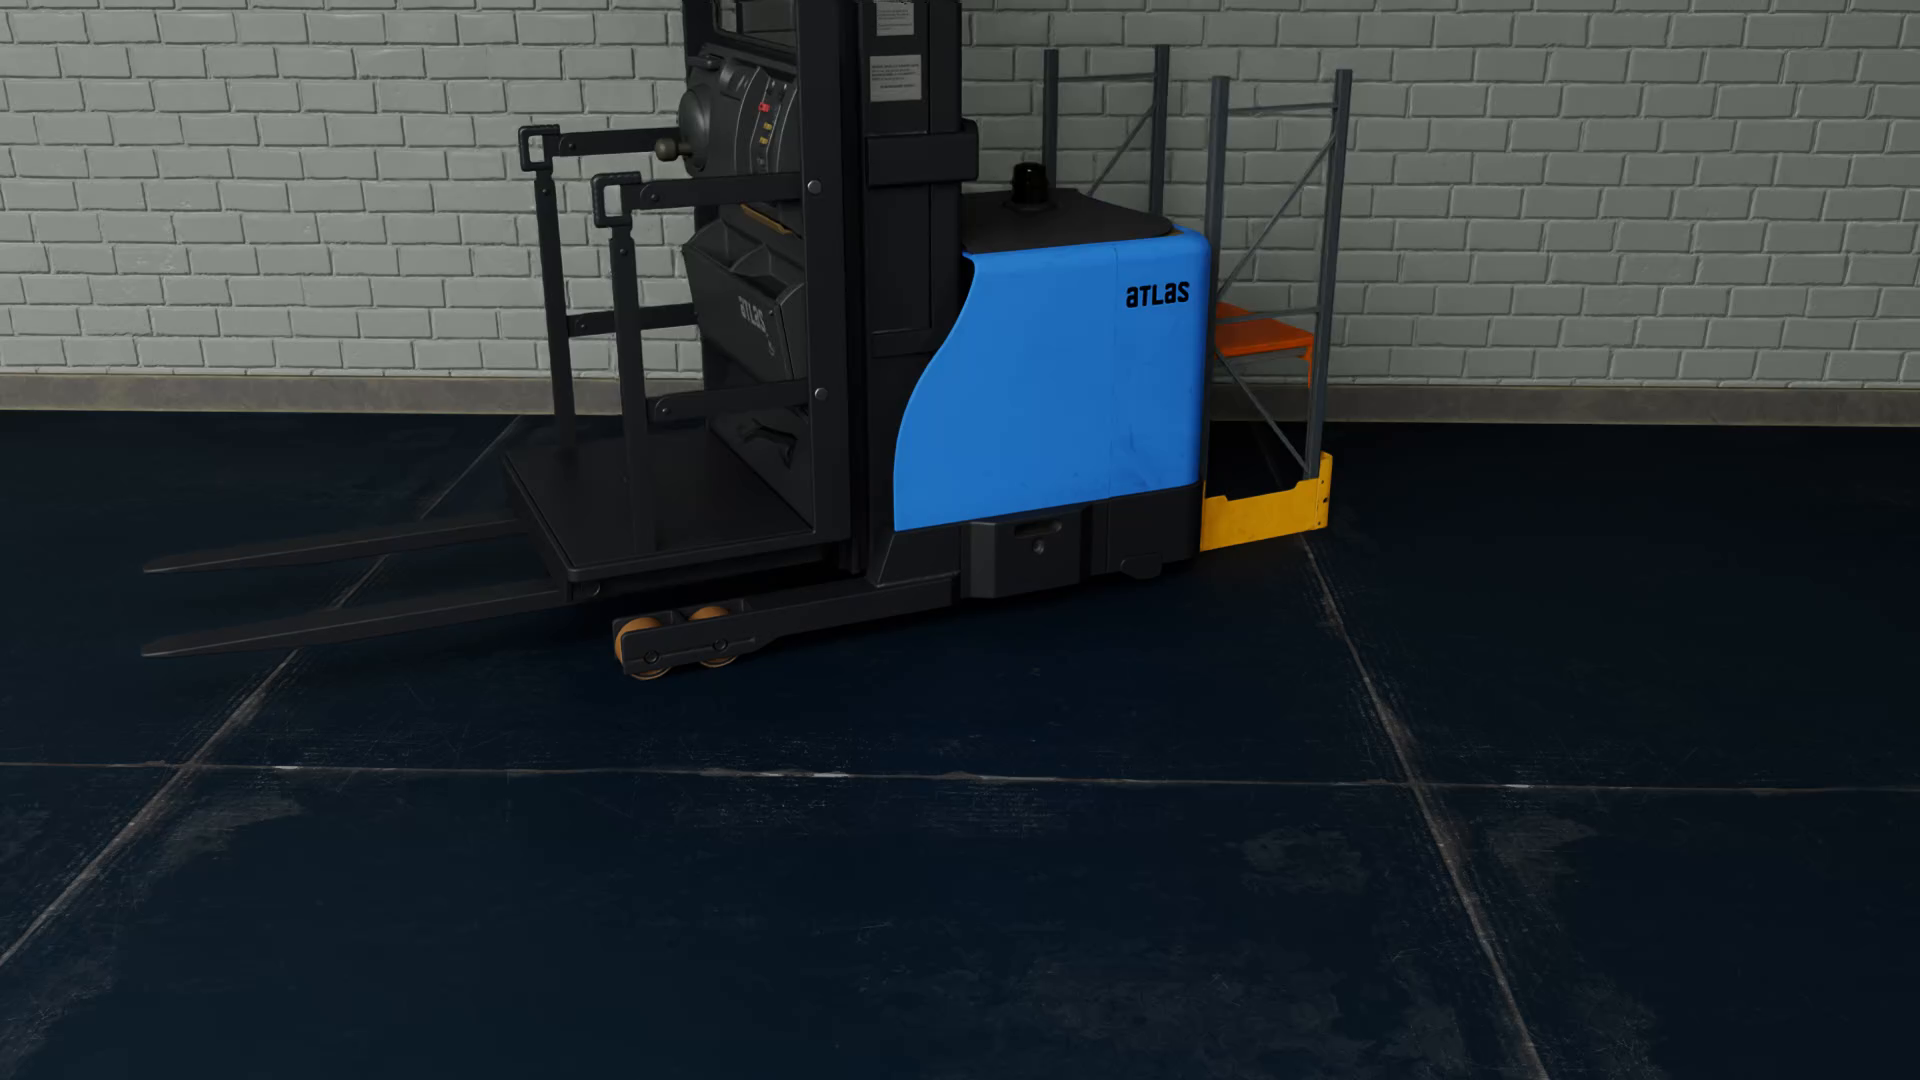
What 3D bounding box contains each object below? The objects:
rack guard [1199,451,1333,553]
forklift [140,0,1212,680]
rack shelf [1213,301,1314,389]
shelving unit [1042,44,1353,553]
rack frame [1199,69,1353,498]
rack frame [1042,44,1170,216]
[{"bbox_3d":[0.975,-0.128,5.512,0.587,0.250,0.087,-10,23,-25],"label":"rack guard"},{"bbox_3d":[-0.805,-1.202,4.574,3.031,2.935,1.130,-9,23,-22],"label":"forklift"},{"bbox_3d":[0.748,-0.707,5.774,0.538,0.185,1.000,-10,23,-25],"label":"rack shelf"},{"bbox_3d":[0.752,-0.872,5.701,0.587,1.500,1.083,-10,23,-25],"label":"shelving unit"},{"bbox_3d":[0.976,-0.710,5.285,0.500,1.500,0.032,-10,23,-25],"label":"rack frame"},{"bbox_3d":[0.521,-1.039,6.132,0.500,1.500,0.032,-10,23,-25],"label":"rack frame"}]
